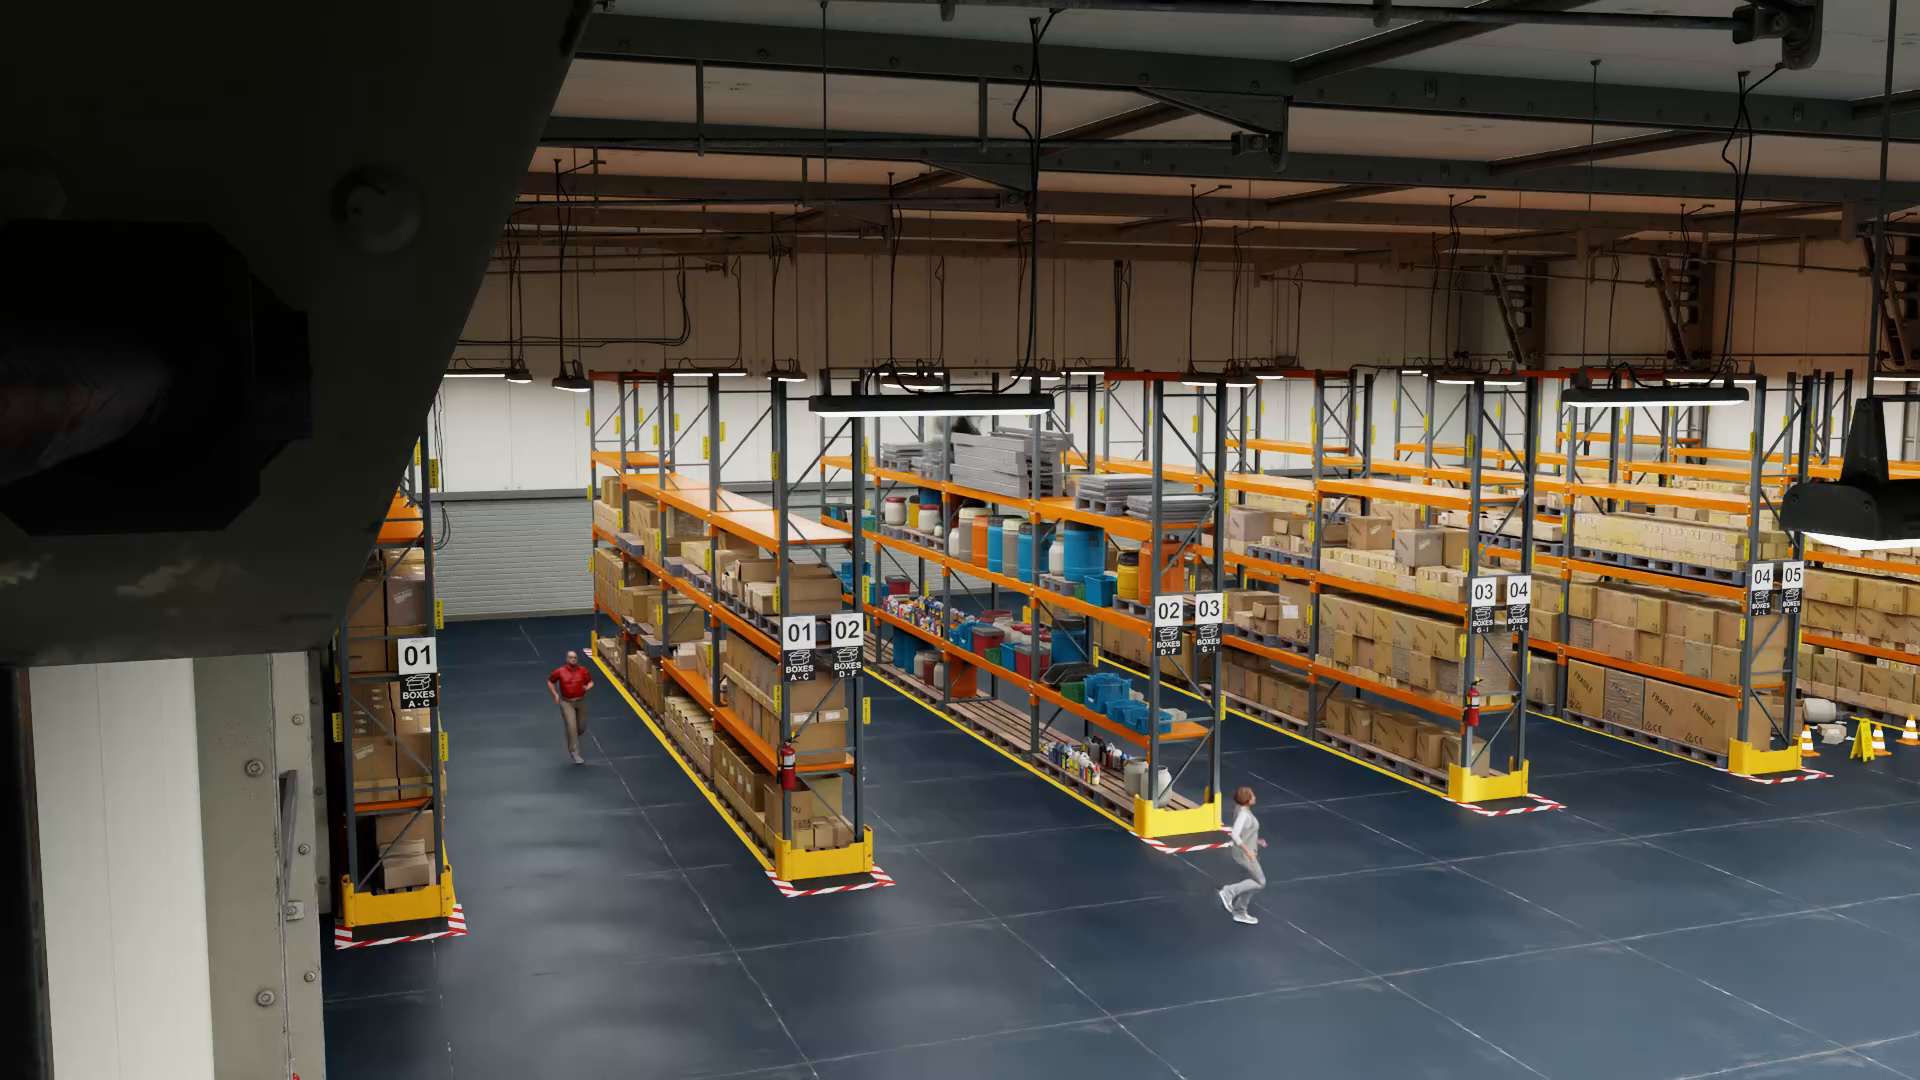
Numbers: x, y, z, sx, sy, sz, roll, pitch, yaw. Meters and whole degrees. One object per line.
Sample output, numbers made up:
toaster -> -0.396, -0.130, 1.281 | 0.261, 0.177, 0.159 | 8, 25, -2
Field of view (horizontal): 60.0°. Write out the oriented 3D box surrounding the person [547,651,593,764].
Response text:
person -> -6.043, 2.574, 25.976 | 0.672, 1.700, 0.912 | -4, 7, -31

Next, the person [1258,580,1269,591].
person -> 7.523, 0.924, 41.306 | 0.604, 1.604, 0.625 | 3, 7, 28

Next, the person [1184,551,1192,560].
person -> 5.252, 1.011, 39.823 | 0.689, 1.732, 0.722 | 2, 7, 16

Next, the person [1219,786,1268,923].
person -> 3.161, 3.514, 18.537 | 0.542, 1.544, 0.545 | 1, 6, 6
